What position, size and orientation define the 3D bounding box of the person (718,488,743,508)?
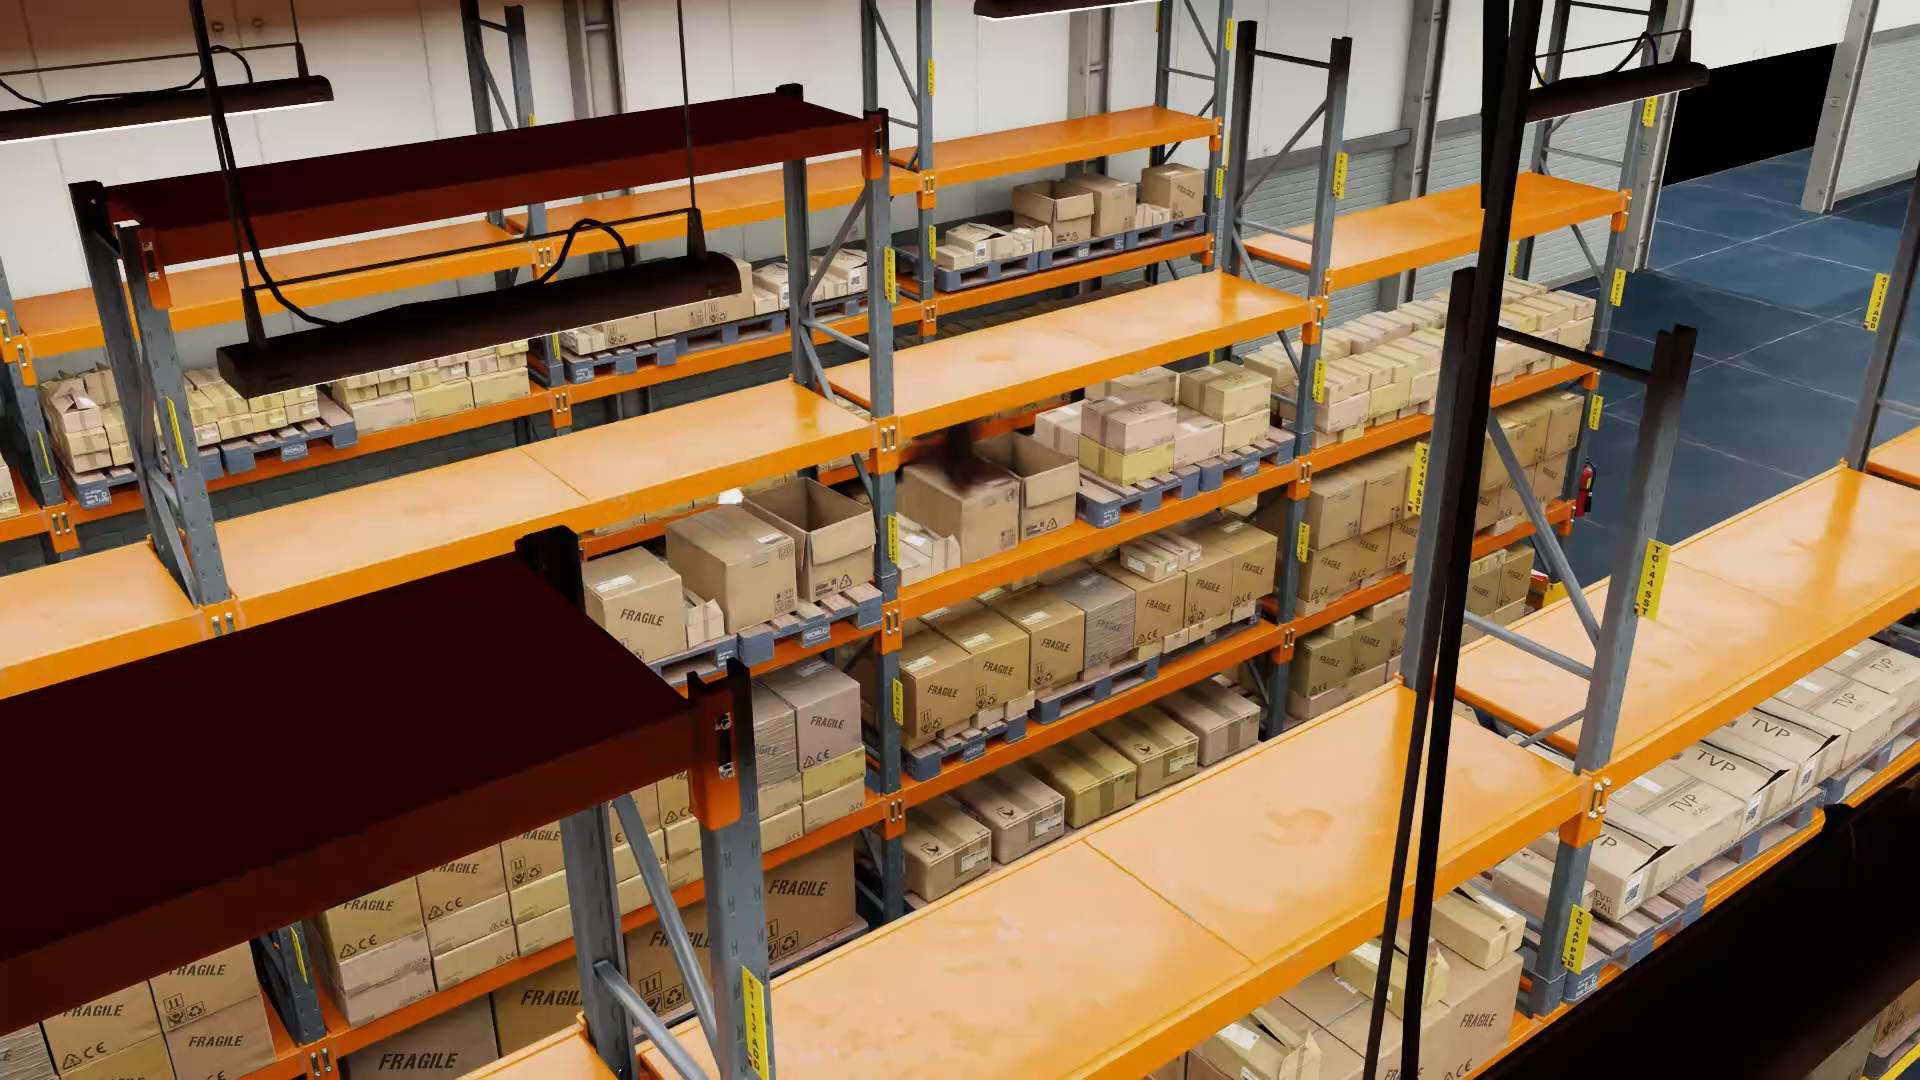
[{"bbox_3d":[-1.999,0.412,14.617,0.619,1.805,0.750,20,33,35],"label":"person"}]
